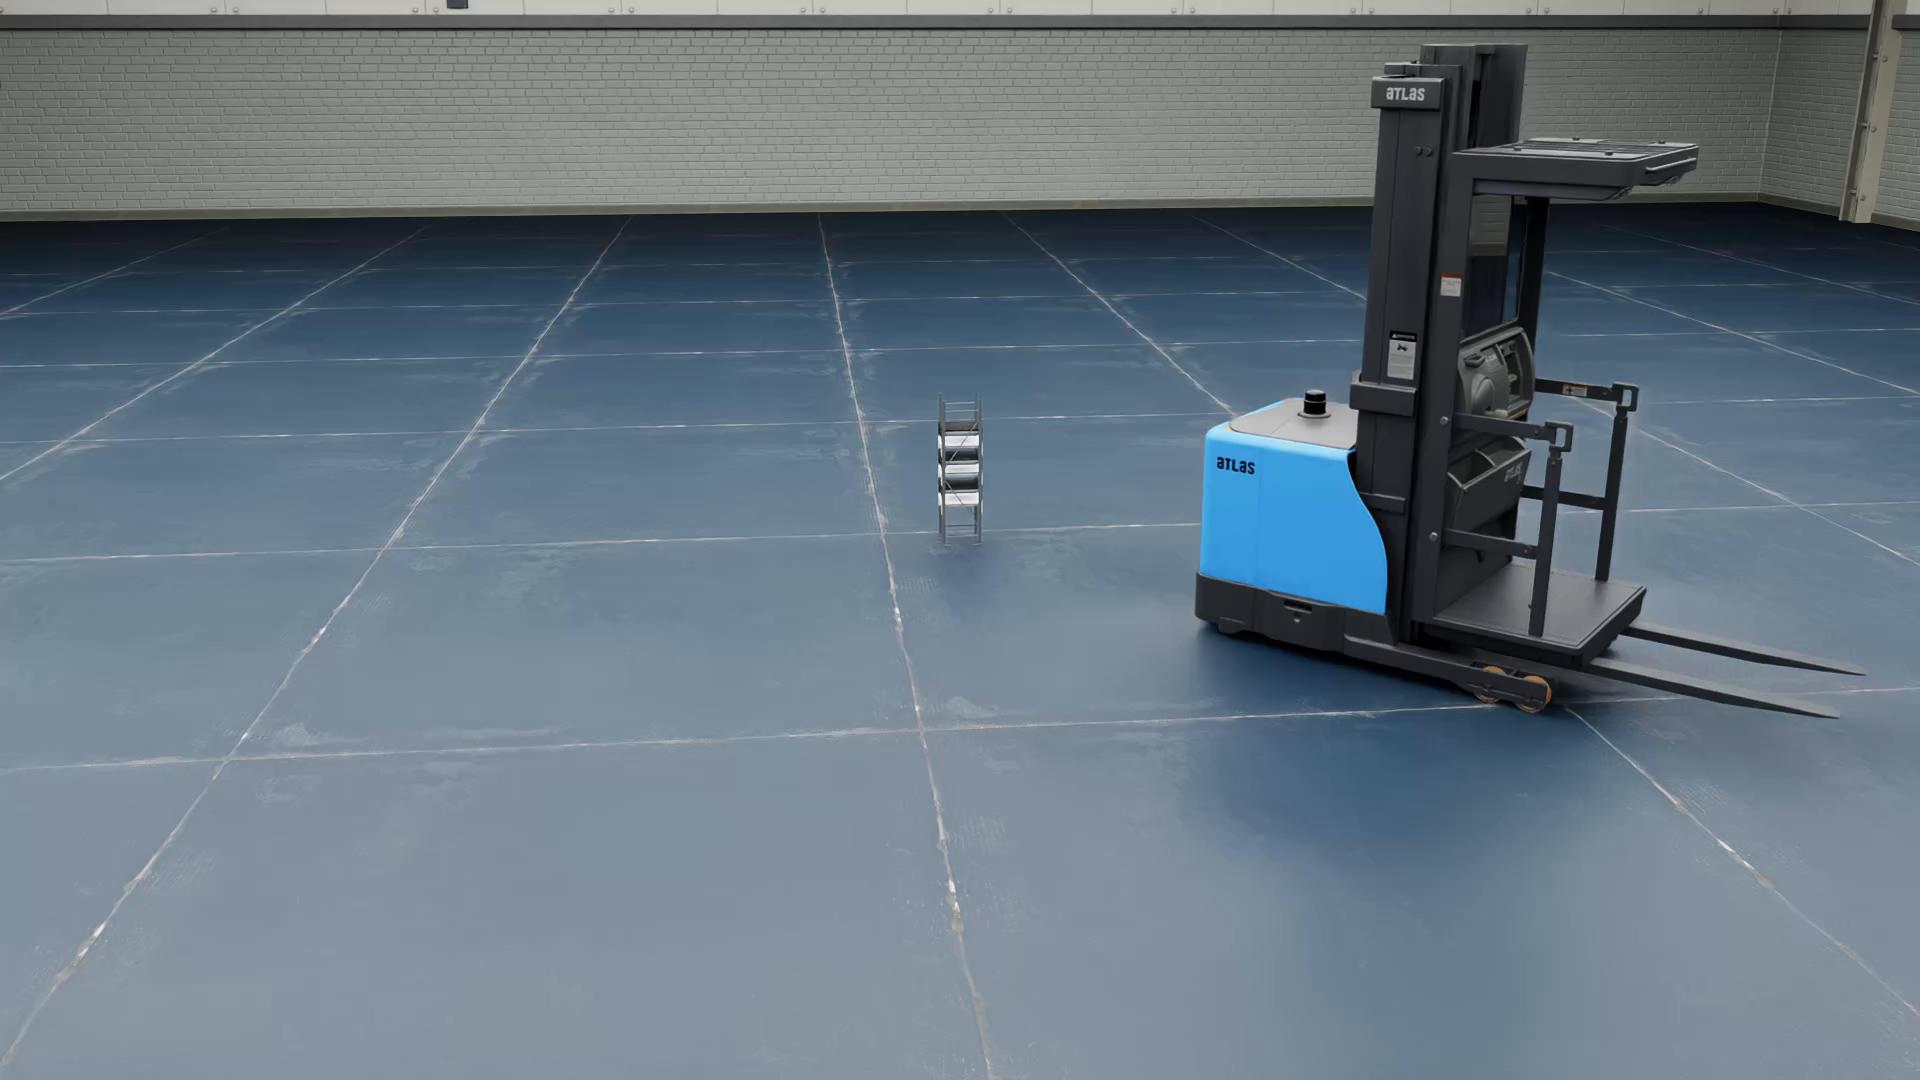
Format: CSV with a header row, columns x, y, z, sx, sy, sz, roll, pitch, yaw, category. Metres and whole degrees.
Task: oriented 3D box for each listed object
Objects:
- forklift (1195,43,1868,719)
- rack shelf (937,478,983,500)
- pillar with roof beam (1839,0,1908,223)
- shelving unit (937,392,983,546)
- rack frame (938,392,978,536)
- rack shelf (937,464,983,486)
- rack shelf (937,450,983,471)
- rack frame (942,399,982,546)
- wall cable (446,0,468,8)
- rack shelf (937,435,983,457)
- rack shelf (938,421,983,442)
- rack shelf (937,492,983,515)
x,y,z,sx,sy,sz,roll,pitch,yaw,category
2.710,-0.785,7.783,3.031,2.935,1.130,13,21,35,forklift
0.001,-0.309,10.072,0.258,0.077,0.200,-2,18,-6,rack shelf
9.787,-9.170,24.361,9.100,9.000,0.400,-2,18,-6,pillar with roof beam
0.001,-0.427,10.035,0.258,0.900,0.210,-2,18,-6,shelving unit
-0.010,-0.457,10.131,0.240,0.900,0.006,-2,18,-6,rack frame
0.001,-0.395,10.045,0.258,0.077,0.200,-2,18,-6,rack shelf
0.001,-0.481,10.018,0.258,0.077,0.200,-2,18,-6,rack shelf
0.011,-0.397,9.938,0.240,0.900,0.006,-2,18,-6,rack frame
-6.807,-11.159,25.021,2.305,6.003,0.169,-2,18,-6,wall cable
0.001,-0.567,9.991,0.258,0.077,0.200,-2,18,-6,rack shelf
0.001,-0.653,9.964,0.258,0.077,0.200,-2,18,-6,rack shelf
0.001,-0.223,10.098,0.258,0.077,0.200,-2,18,-6,rack shelf
